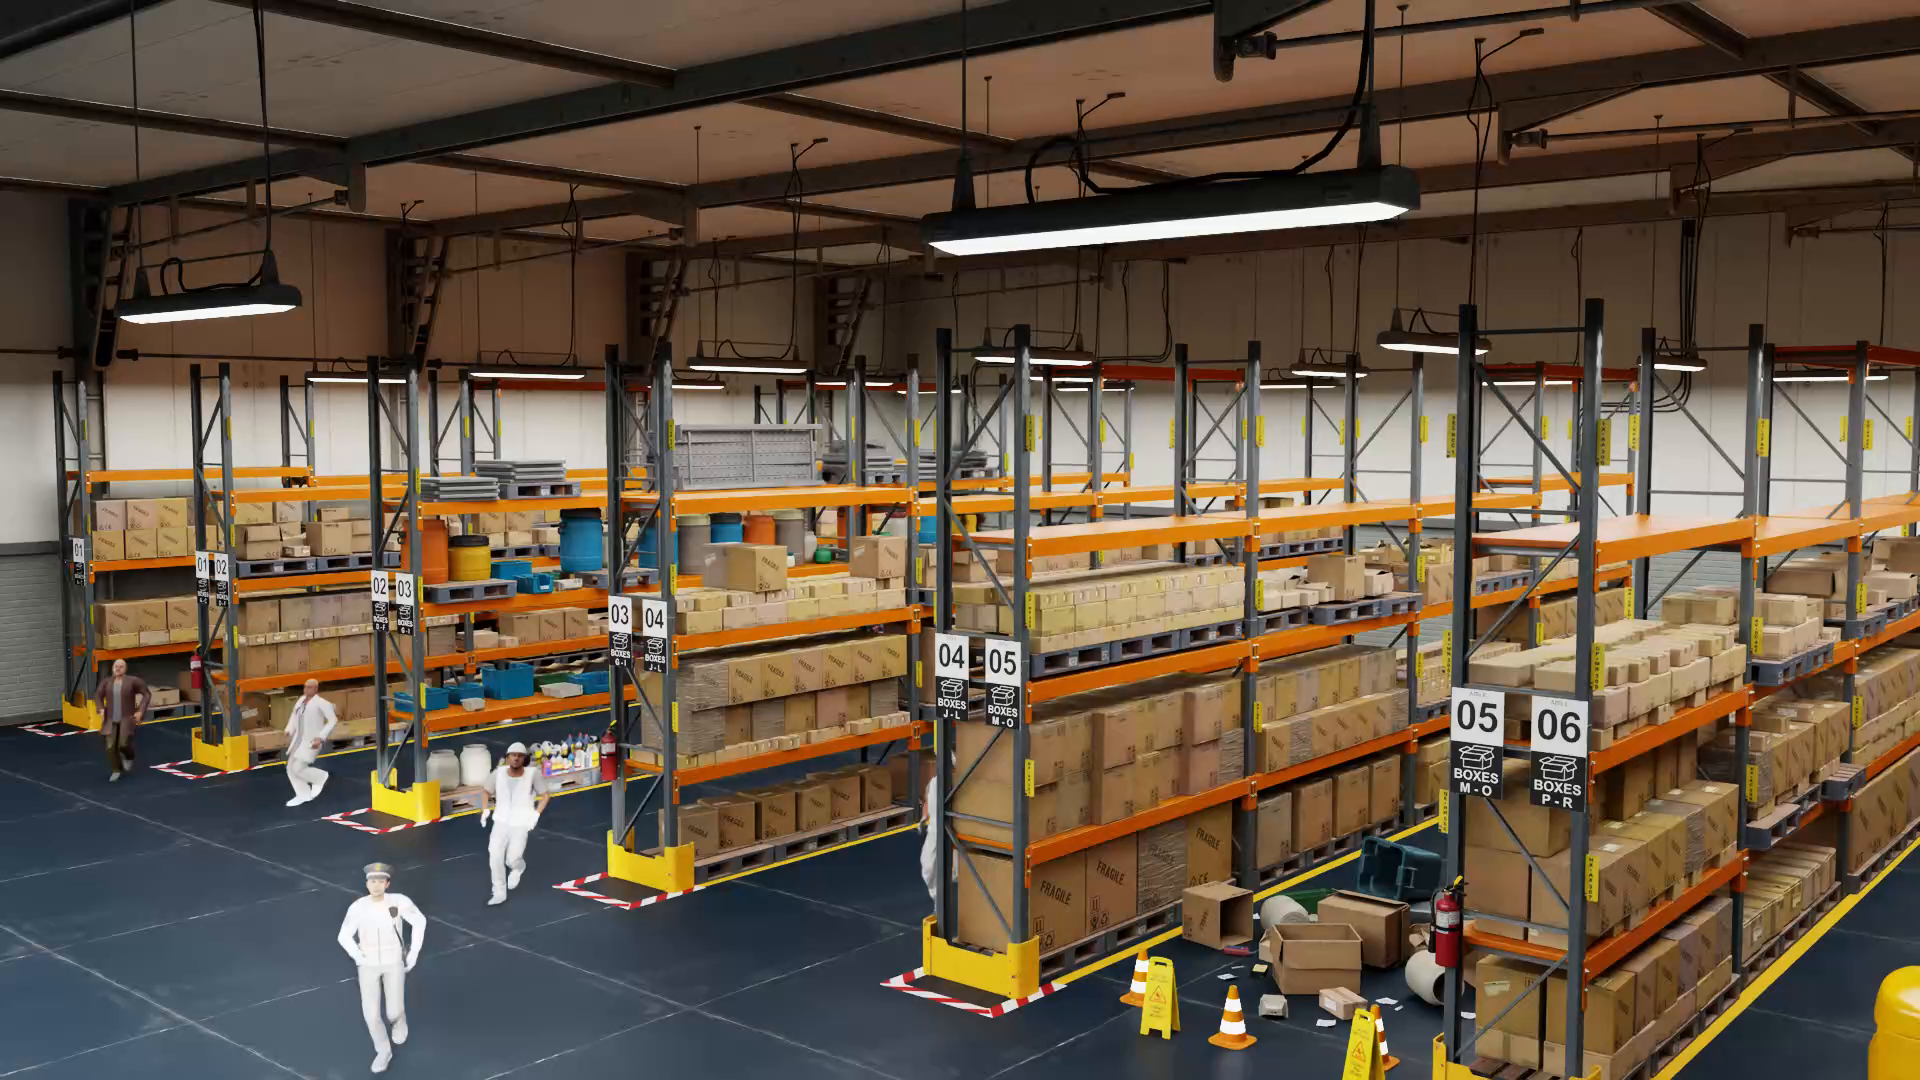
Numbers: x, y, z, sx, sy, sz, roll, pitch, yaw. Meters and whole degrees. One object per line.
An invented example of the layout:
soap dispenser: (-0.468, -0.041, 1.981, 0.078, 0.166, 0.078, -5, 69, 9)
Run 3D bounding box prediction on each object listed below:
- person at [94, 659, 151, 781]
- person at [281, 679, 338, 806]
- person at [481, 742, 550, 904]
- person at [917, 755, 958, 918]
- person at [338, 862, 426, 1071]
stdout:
person: (-12.073, 2.580, 23.964, 0.751, 1.739, 0.667, -1, 4, -13)
person: (-8.724, 2.713, 22.312, 0.769, 1.726, 0.587, 2, 5, 31)
person: (-4.780, 3.018, 17.828, 0.713, 1.721, 0.574, 0, 4, 1)
person: (-0.121, 3.061, 17.336, 0.676, 1.725, 0.675, 3, 5, 34)
person: (-4.602, 3.384, 13.236, 0.658, 1.665, 0.537, -1, 4, -13)
